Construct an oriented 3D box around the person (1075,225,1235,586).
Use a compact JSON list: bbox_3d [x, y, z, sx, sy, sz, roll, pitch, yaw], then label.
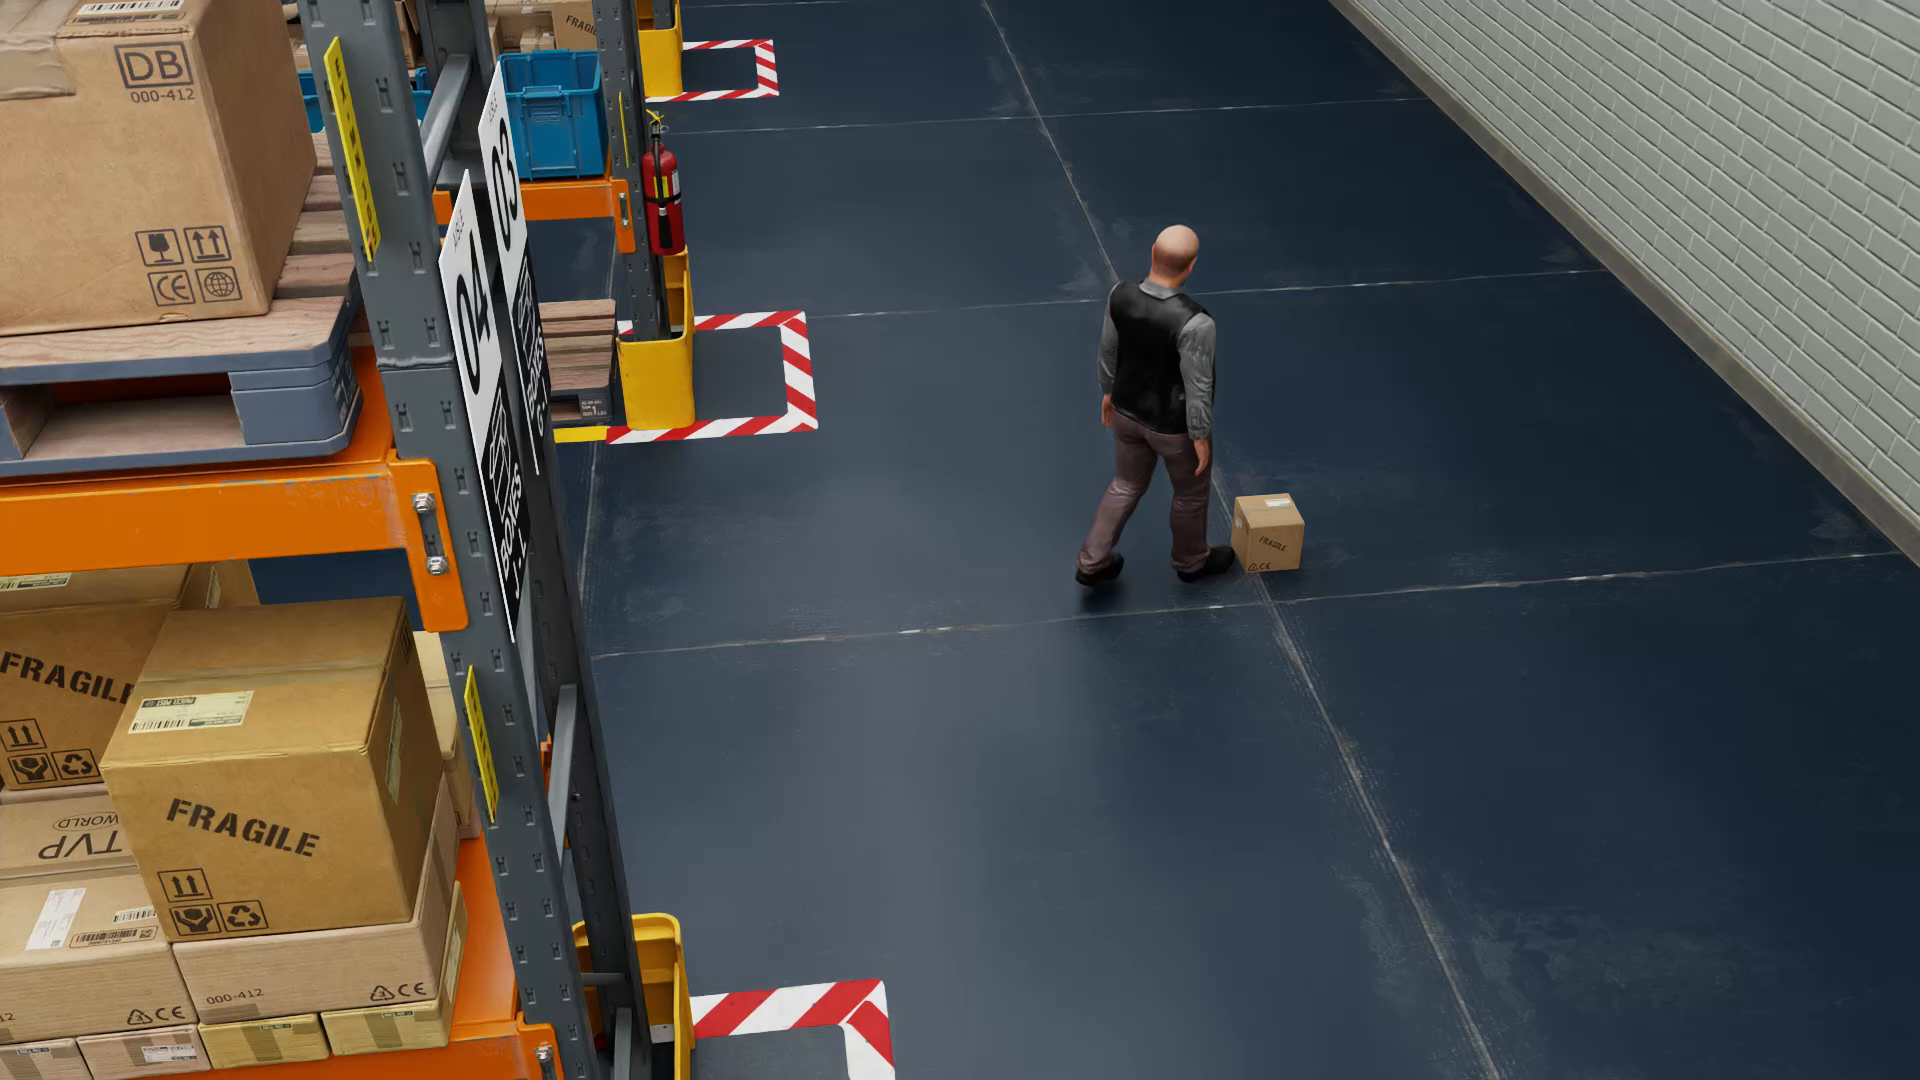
[{"bbox_3d":[0.868,-0.526,6.931,0.727,1.697,0.564,-28,44,-35],"label":"person"}]
